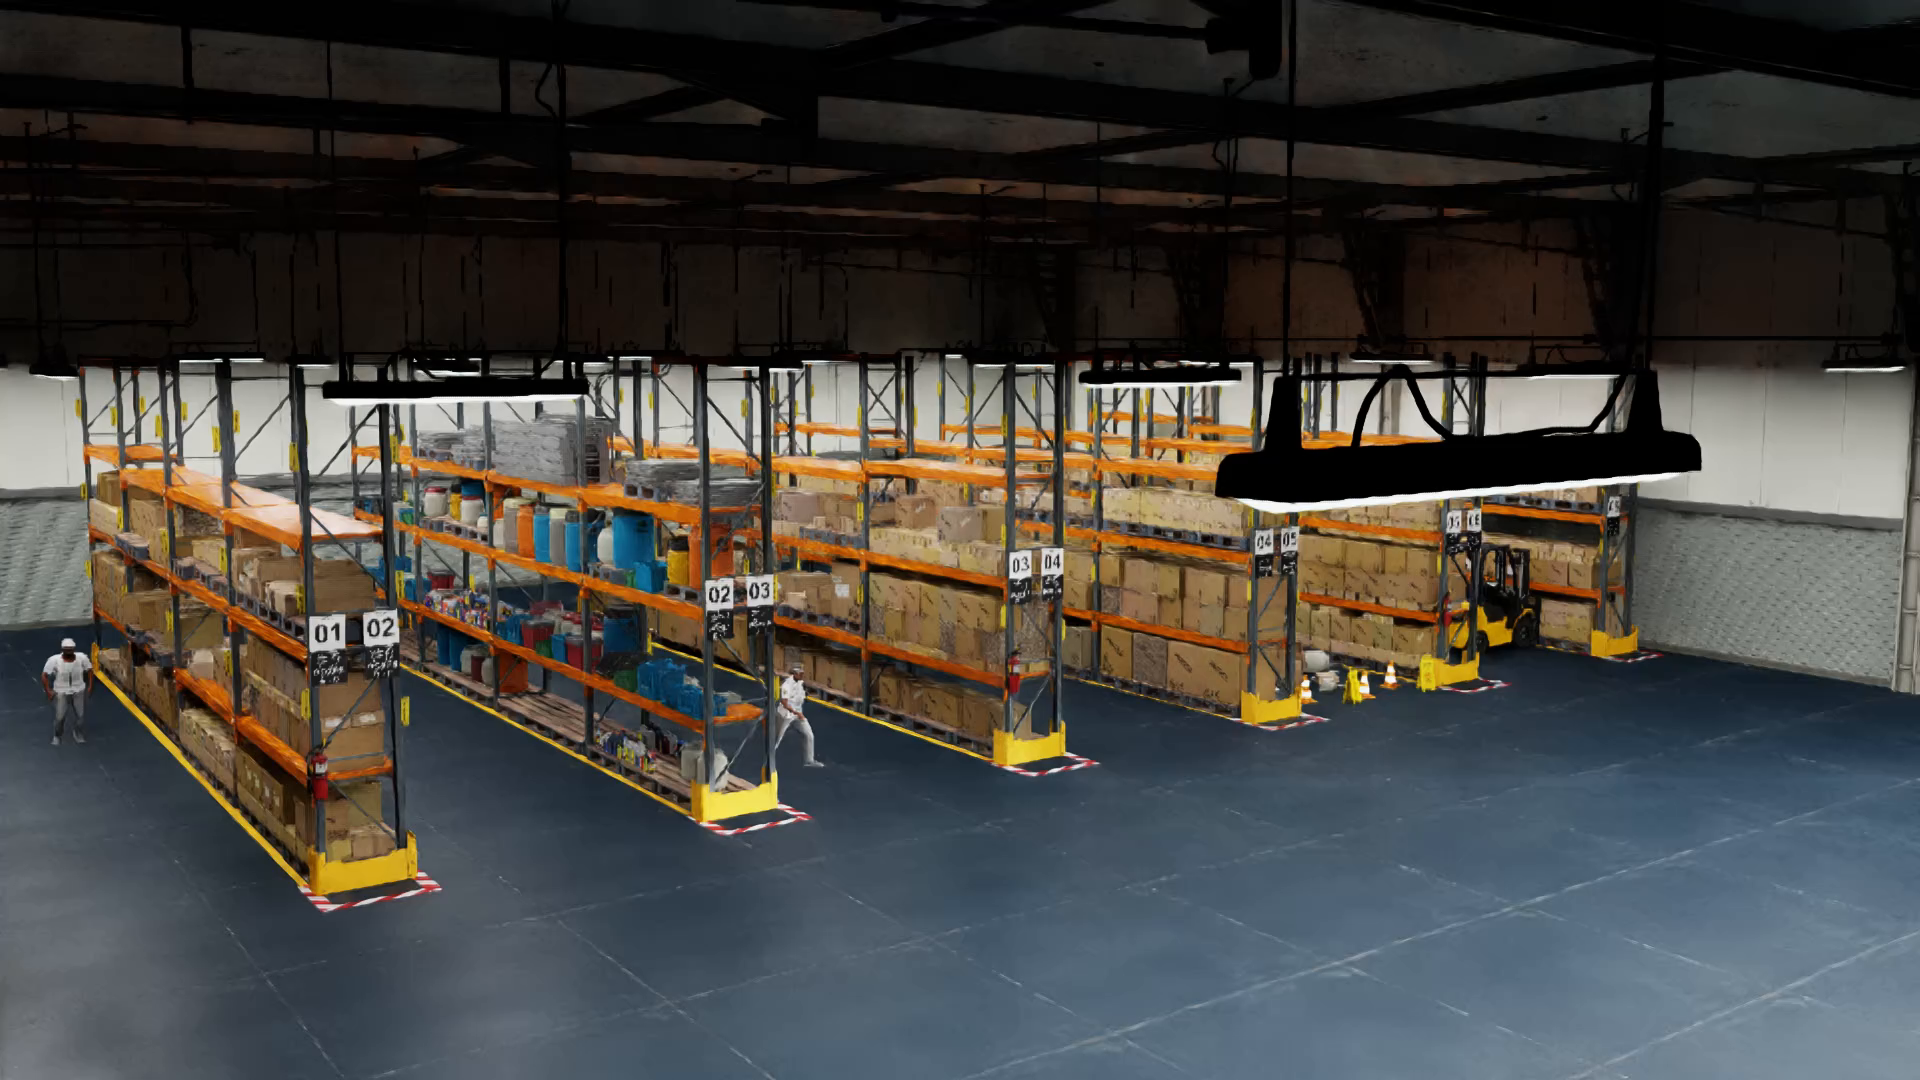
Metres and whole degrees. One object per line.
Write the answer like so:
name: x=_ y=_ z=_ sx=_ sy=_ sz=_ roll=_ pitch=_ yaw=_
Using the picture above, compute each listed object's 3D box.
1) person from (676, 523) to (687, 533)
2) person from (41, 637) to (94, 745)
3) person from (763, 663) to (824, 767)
person: x=-7.307 y=0.241 z=43.618 sx=0.770 sy=1.617 sz=0.613 roll=5 pitch=8 yaw=34
person: x=-13.886 y=2.353 z=25.916 sx=0.719 sy=1.714 sz=0.578 roll=-5 pitch=9 yaw=-37
person: x=-2.485 y=2.565 z=24.484 sx=0.812 sy=1.602 sz=0.621 roll=5 pitch=9 yaw=37
